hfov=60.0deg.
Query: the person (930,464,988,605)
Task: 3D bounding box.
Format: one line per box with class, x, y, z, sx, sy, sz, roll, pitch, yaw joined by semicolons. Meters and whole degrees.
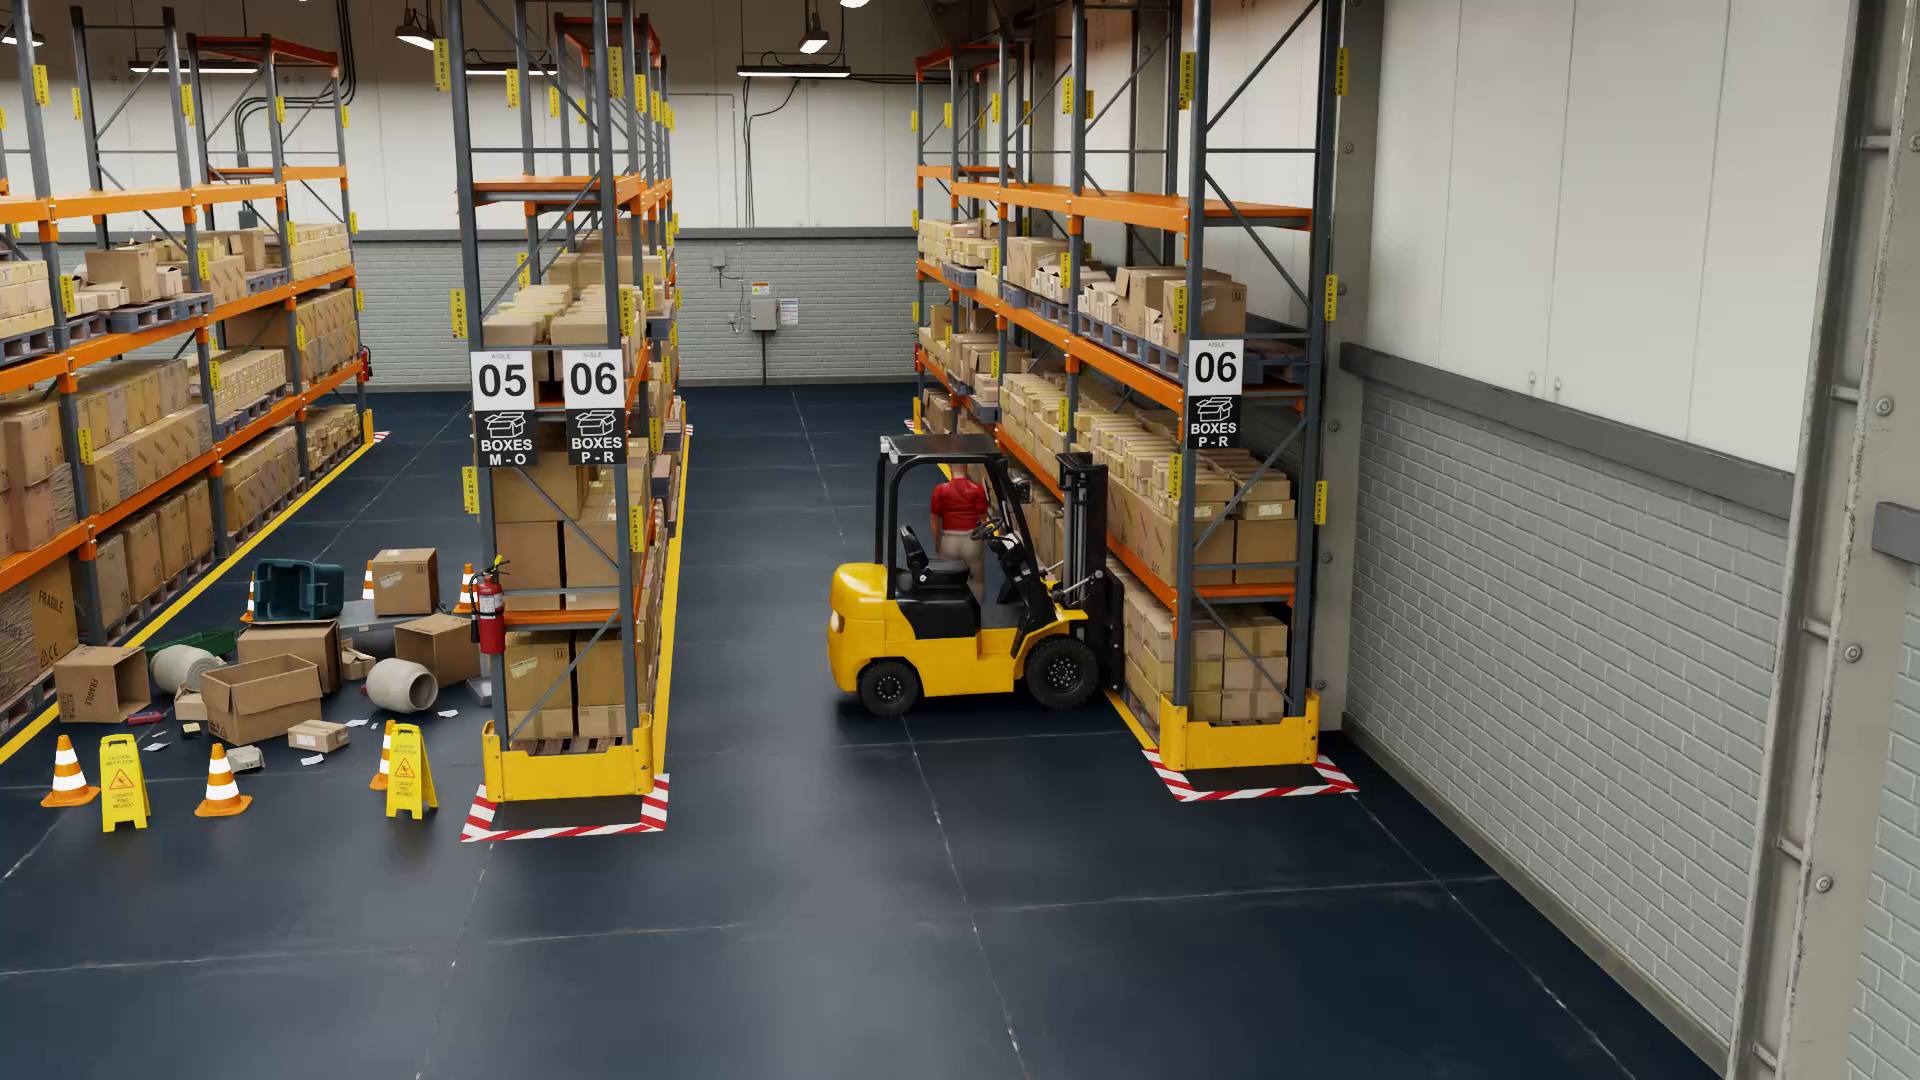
person;-0.009;0.064;15.835;0.547;1.700;0.383;1;13;3
